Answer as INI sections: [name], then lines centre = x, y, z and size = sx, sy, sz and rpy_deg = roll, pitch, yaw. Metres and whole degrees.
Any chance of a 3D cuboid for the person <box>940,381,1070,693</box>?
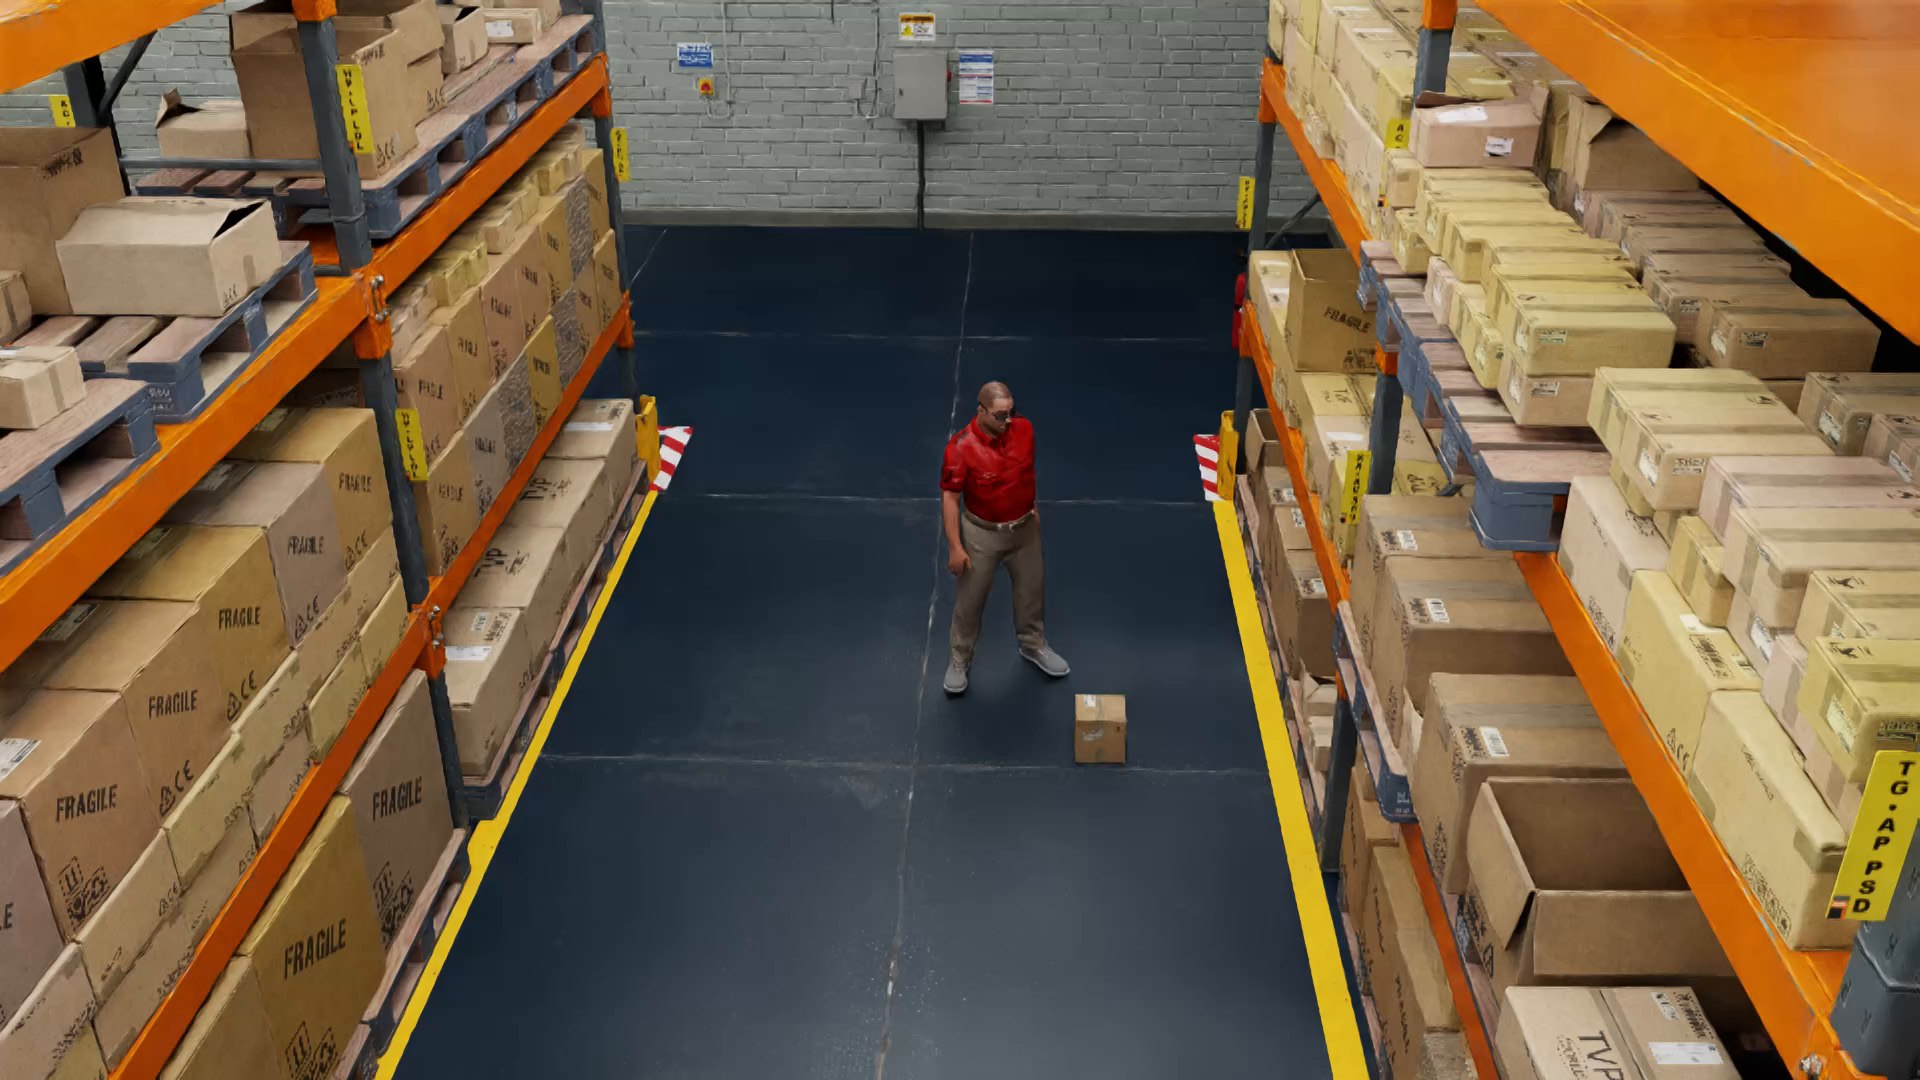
[person]
centre = 0.216, -0.034, 8.659
size = 0.683, 1.731, 0.455
rpy_deg = -17, 32, -29
